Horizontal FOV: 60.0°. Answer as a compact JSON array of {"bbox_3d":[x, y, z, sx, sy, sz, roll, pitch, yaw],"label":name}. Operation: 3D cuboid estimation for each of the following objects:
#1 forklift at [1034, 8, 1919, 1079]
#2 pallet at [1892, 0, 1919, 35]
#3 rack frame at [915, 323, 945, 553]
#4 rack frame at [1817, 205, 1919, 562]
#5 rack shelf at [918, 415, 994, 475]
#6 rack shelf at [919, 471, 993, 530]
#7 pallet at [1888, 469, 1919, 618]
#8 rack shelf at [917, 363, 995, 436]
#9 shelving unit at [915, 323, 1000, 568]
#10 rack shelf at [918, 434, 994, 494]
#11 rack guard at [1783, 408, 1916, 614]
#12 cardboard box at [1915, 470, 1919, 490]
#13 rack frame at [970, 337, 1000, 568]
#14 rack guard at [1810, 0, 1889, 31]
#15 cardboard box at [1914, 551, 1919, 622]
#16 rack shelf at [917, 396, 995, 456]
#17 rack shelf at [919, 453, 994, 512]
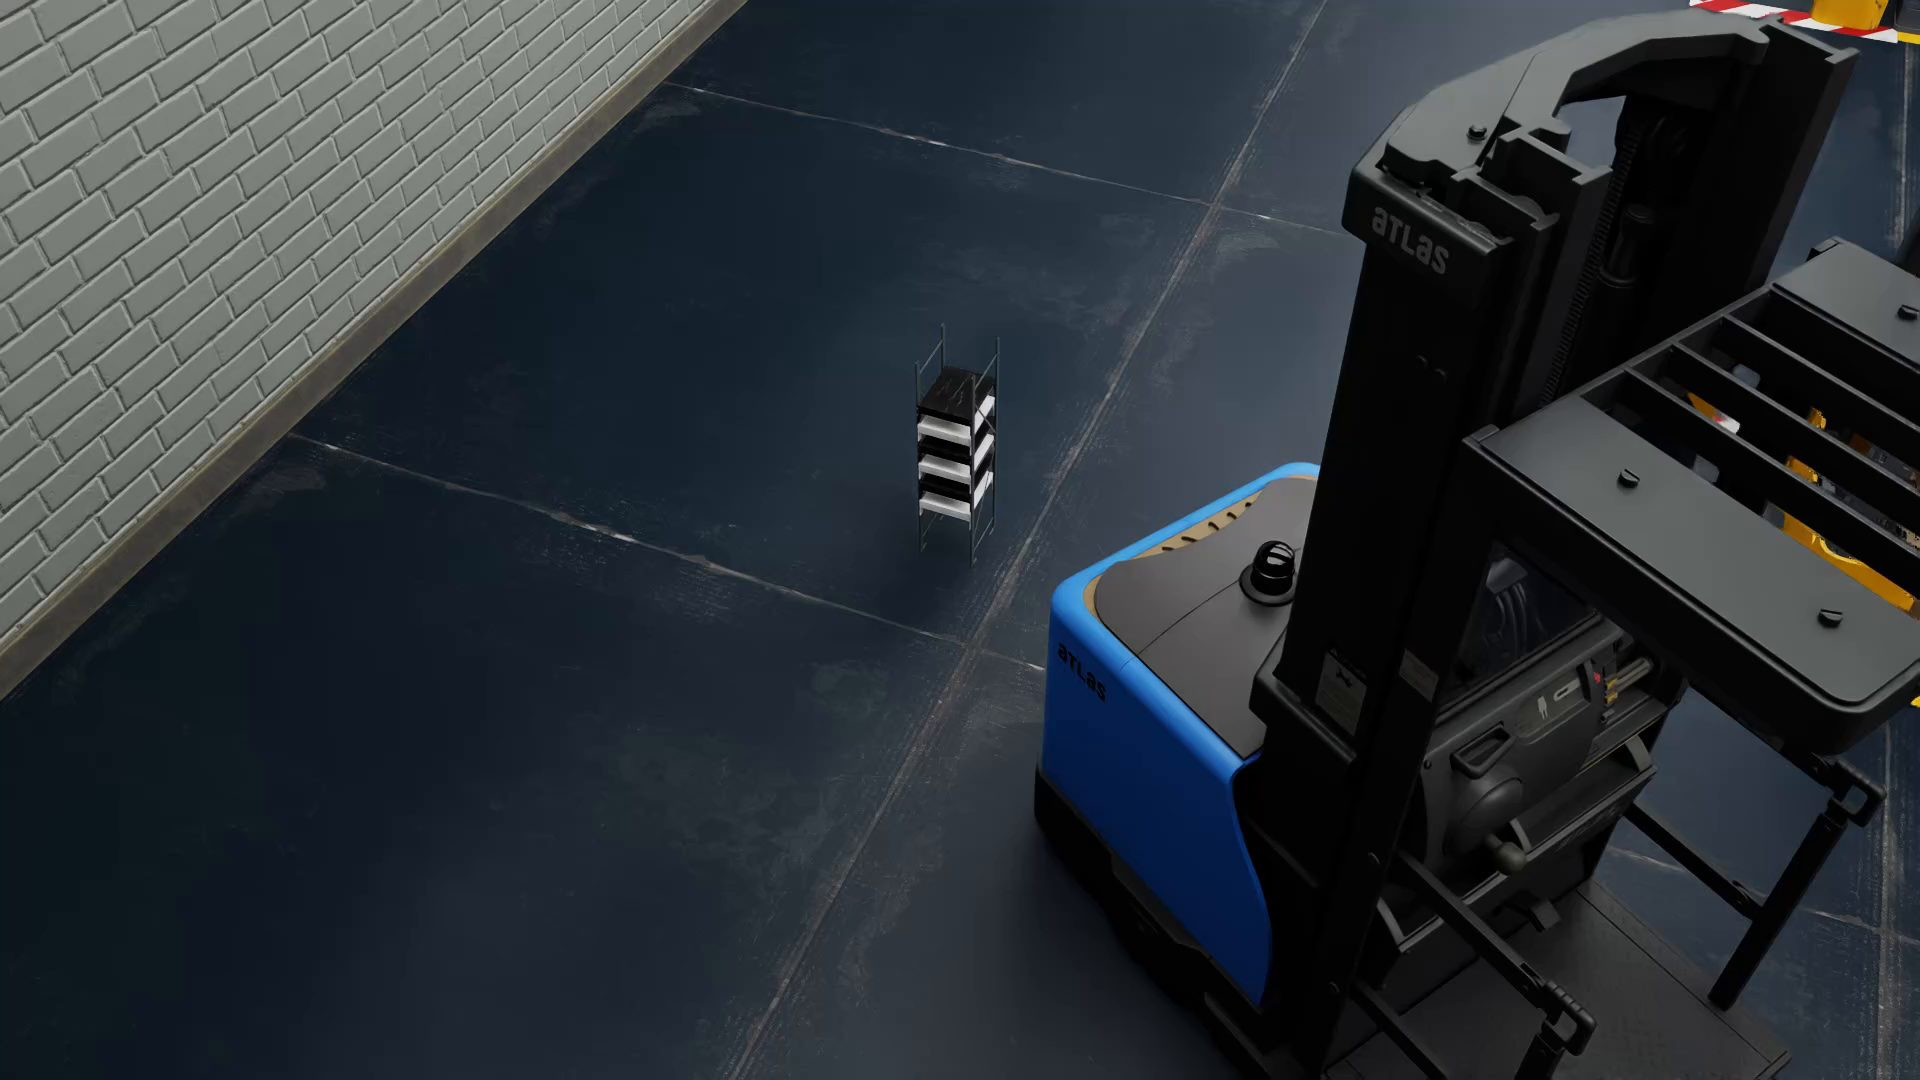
[{"bbox_3d":[1.493,0.510,3.659,1.130,2.935,3.031,-26,51,-24],"label":"forklift"},{"bbox_3d":[5.810,-3.004,9.120,1.213,0.211,1.003,16,47,16],"label":"pallet"},{"bbox_3d":[-0.101,-0.349,5.963,0.006,0.900,0.240,16,47,16],"label":"rack frame"},{"bbox_3d":[3.154,-1.018,5.147,0.127,3.000,1.000,16,47,16],"label":"rack frame"},{"bbox_3d":[-0.007,-0.361,5.895,0.200,0.077,0.258,16,47,16],"label":"rack shelf"},{"bbox_3d":[-0.007,-0.170,6.085,0.200,0.077,0.258,16,47,16],"label":"rack shelf"},{"bbox_3d":[3.960,0.207,5.893,1.213,0.211,1.003,16,47,16],"label":"pallet"},{"bbox_3d":[-0.007,-0.489,5.768,0.200,0.077,0.258,16,47,16],"label":"rack shelf"},{"bbox_3d":[-0.007,-0.321,5.935,0.210,0.900,0.258,16,47,16],"label":"shelving unit"},{"bbox_3d":[-0.007,-0.298,5.958,0.200,0.077,0.258,16,47,16],"label":"rack shelf"},{"bbox_3d":[3.224,-0.112,6.008,0.348,0.500,1.175,16,47,16],"label":"rack guard"},{"bbox_3d":[3.750,-0.301,5.886,0.500,0.500,0.500,16,47,16],"label":"cardboard box"},{"bbox_3d":[0.086,-0.294,5.907,0.006,0.900,0.240,16,47,16],"label":"rack frame"},{"bbox_3d":[5.037,-3.354,9.266,0.348,0.500,1.175,16,47,16],"label":"rack guard"},{"bbox_3d":[3.408,0.174,5.658,0.250,0.149,0.380,16,47,16],"label":"cardboard box"},{"bbox_3d":[-0.007,-0.425,5.831,0.200,0.077,0.258,16,47,16],"label":"rack shelf"},{"bbox_3d":[-0.007,-0.234,6.022,0.200,0.077,0.258,16,47,16],"label":"rack shelf"}]
